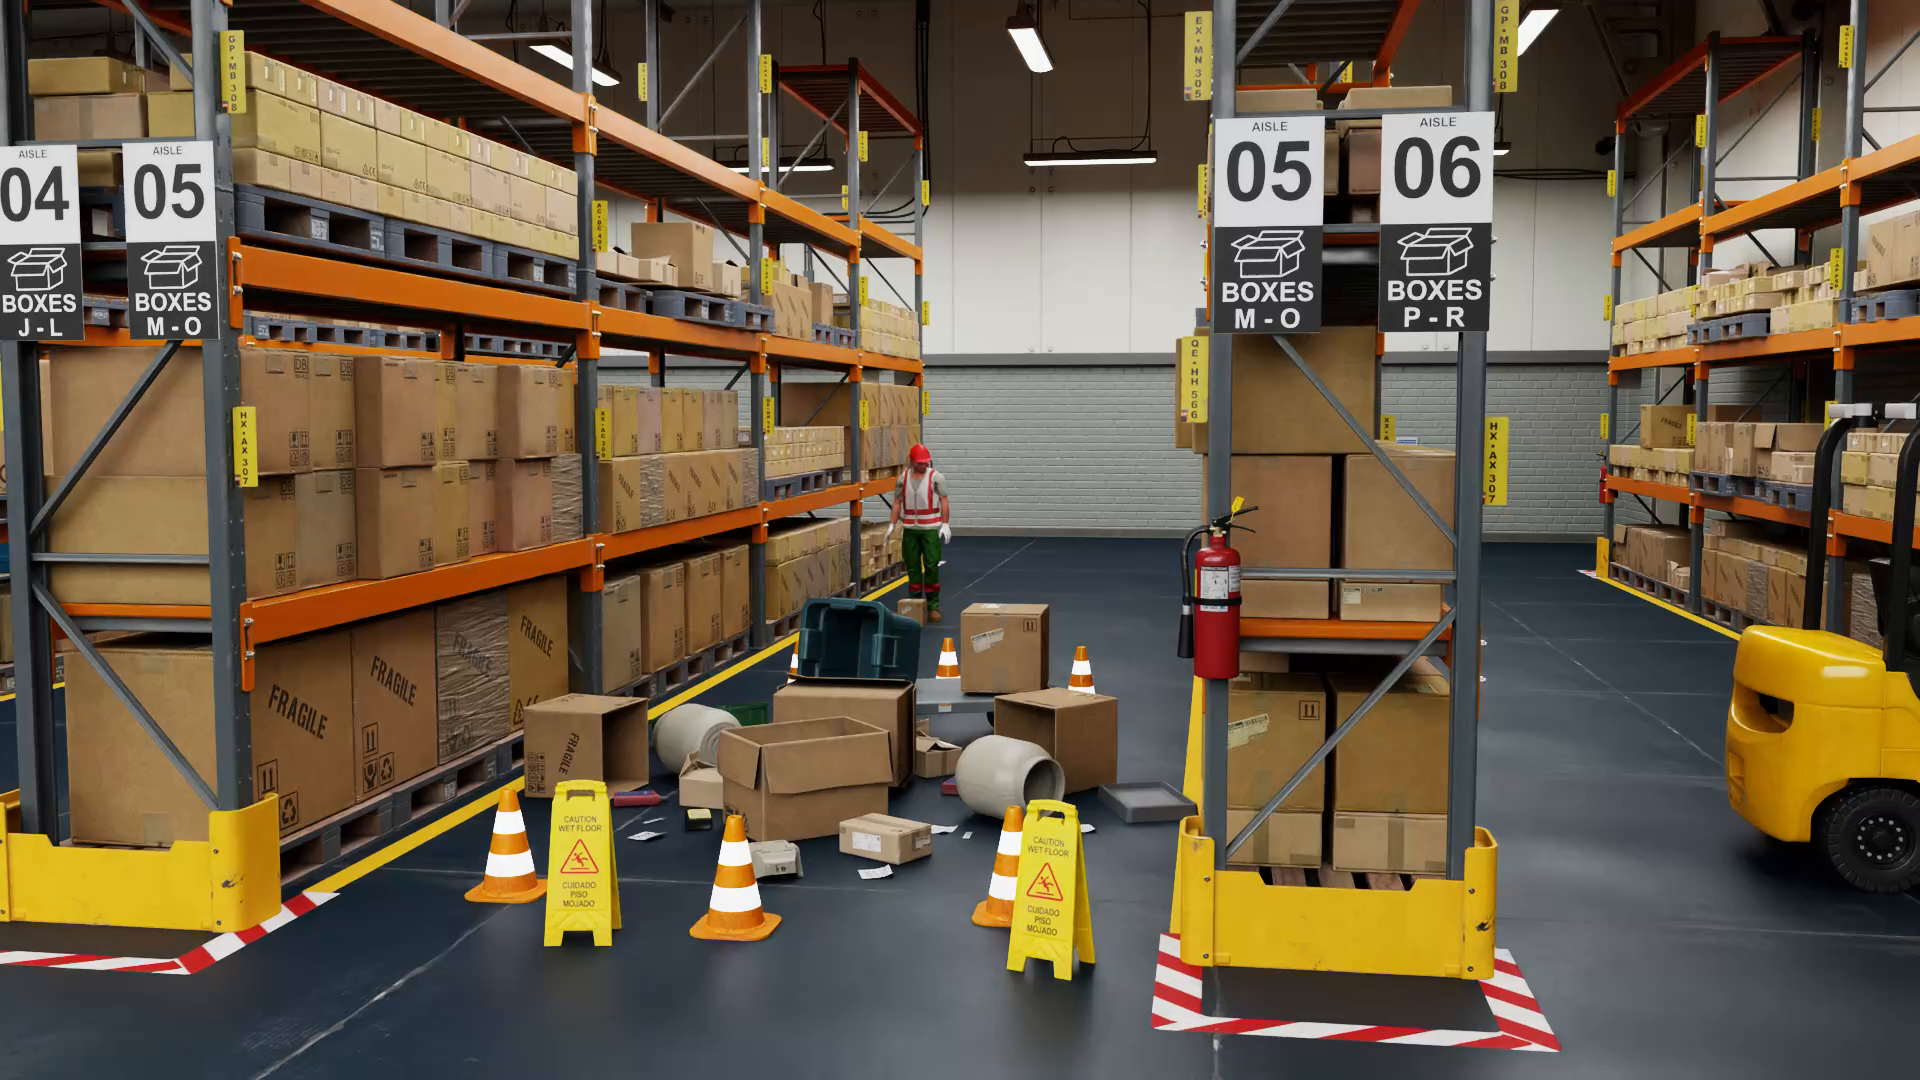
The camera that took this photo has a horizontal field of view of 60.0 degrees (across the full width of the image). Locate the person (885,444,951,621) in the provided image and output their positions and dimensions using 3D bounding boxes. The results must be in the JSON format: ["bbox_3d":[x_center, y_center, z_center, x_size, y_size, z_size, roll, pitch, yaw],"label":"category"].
[{"bbox_3d":[-0.428,-0.081,16.921,0.659,1.793,0.386,2,5,21],"label":"person"}]
